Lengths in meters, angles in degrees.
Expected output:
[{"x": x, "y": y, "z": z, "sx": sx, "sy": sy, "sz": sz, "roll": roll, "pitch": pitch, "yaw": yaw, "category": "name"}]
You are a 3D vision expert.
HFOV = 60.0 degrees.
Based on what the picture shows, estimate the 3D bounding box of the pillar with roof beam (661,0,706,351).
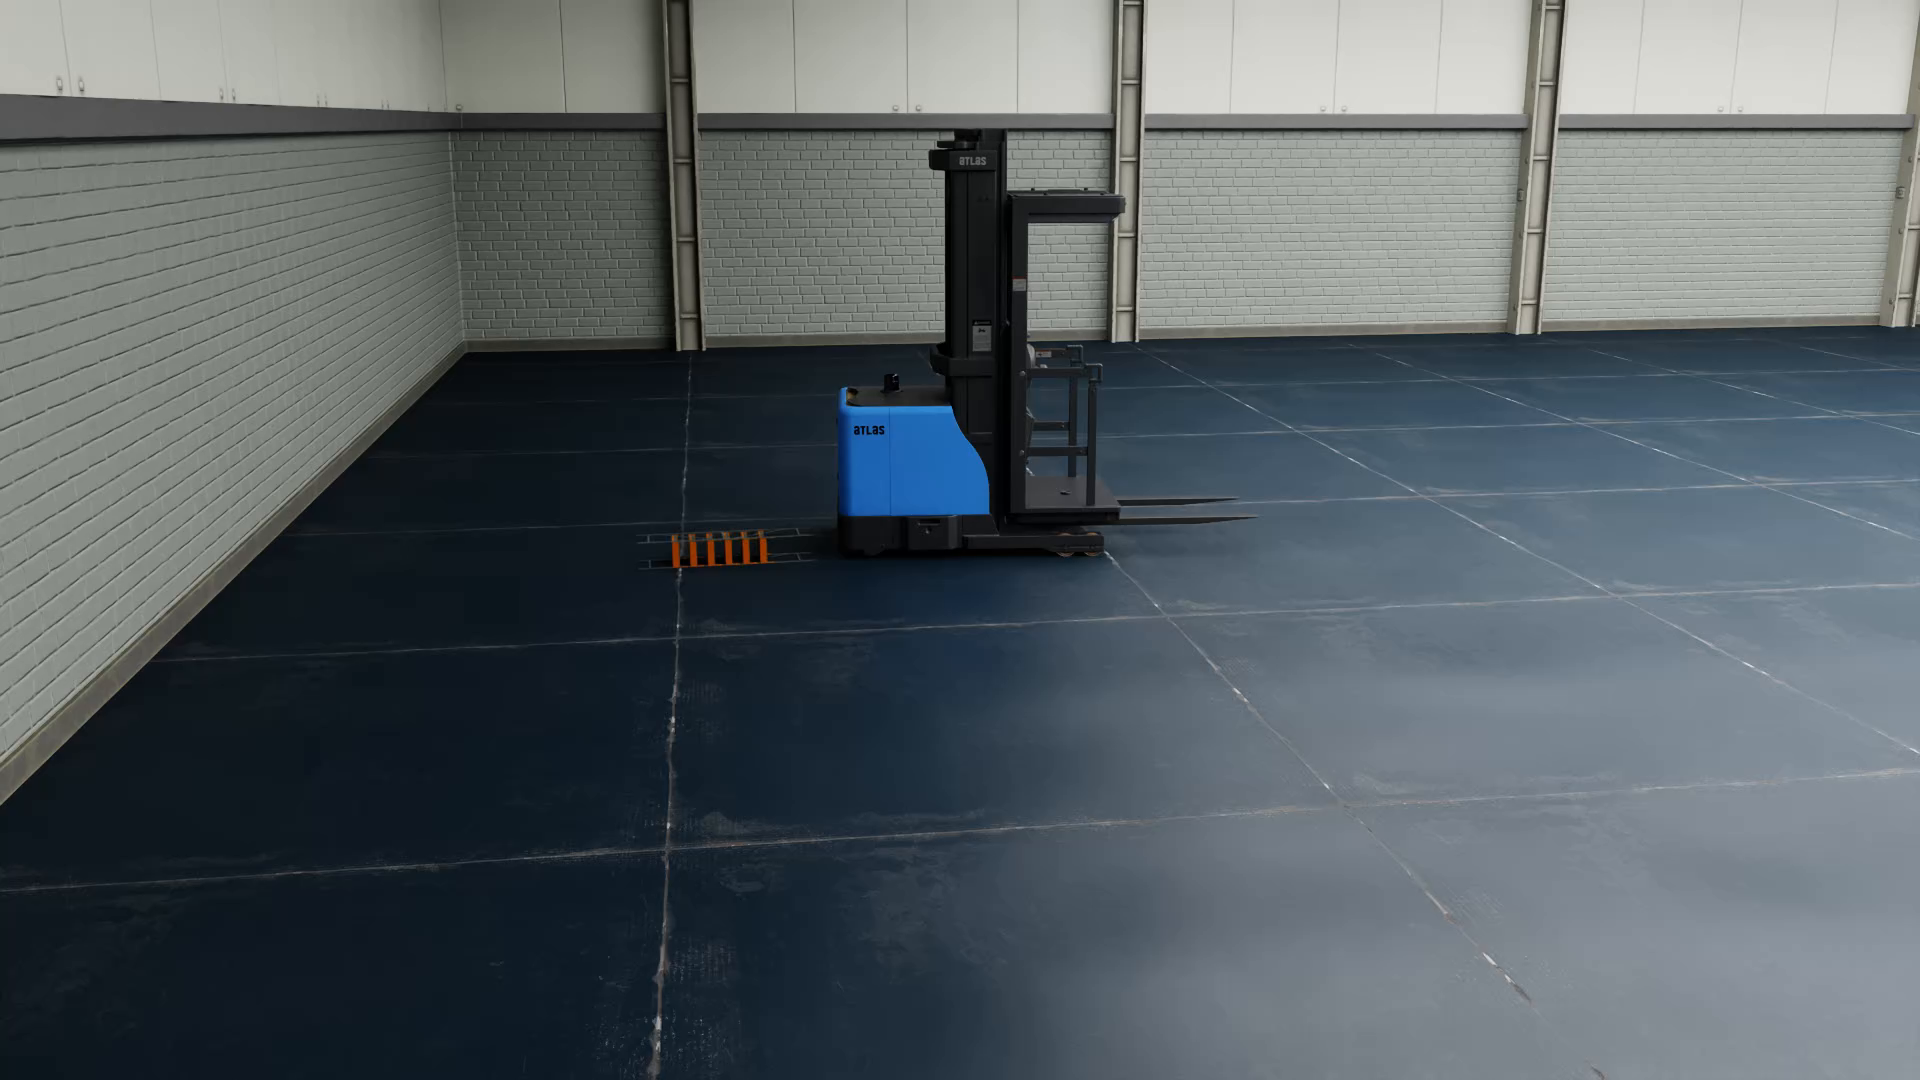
[{"x": -3.003, "y": -5.916, "z": 17.314, "sx": 0.400, "sy": 9.000, "sz": 9.100, "roll": -2, "pitch": 14, "yaw": -8, "category": "pillar with roof beam"}]

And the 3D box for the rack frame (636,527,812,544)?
[{"x": -1.644, "y": -0.032, "z": 11.576, "sx": 1.200, "sy": 0.006, "sz": 0.240, "roll": -3, "pitch": 14, "yaw": -11, "category": "rack frame"}]

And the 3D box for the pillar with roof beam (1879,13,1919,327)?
[{"x": 14.796, "y": -6.569, "z": 19.915, "sx": 0.400, "sy": 9.000, "sz": 9.100, "roll": -2, "pitch": 14, "yaw": -8, "category": "pillar with roof beam"}]

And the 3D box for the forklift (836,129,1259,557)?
[{"x": 0.623, "y": -1.432, "z": 11.905, "sx": 3.031, "sy": 2.935, "sz": 1.130, "roll": -1, "pitch": 14, "yaw": -4, "category": "forklift"}]

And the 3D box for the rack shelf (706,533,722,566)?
[{"x": -1.718, "y": 0.060, "z": 11.584, "sx": 0.103, "sy": 0.180, "sz": 0.258, "roll": -3, "pitch": 14, "yaw": -11, "category": "rack shelf"}]

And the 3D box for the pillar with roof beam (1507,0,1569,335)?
[{"x": 8.863, "y": -6.351, "z": 19.048, "sx": 0.400, "sy": 9.000, "sz": 9.100, "roll": -2, "pitch": 14, "yaw": -8, "category": "pillar with roof beam"}]

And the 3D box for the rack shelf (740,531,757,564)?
[{"x": -1.482, "y": 0.049, "z": 11.629, "sx": 0.103, "sy": 0.180, "sz": 0.258, "roll": -3, "pitch": 14, "yaw": -11, "category": "rack shelf"}]

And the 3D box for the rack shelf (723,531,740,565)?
[{"x": -1.600, "y": 0.054, "z": 11.607, "sx": 0.103, "sy": 0.180, "sz": 0.258, "roll": -3, "pitch": 14, "yaw": -11, "category": "rack shelf"}]

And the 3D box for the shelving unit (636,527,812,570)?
[{"x": -1.644, "y": 0.057, "z": 11.598, "sx": 1.200, "sy": 0.189, "sz": 0.258, "roll": -3, "pitch": 14, "yaw": -11, "category": "shelving unit"}]

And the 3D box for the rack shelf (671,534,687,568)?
[{"x": -1.953, "y": 0.071, "z": 11.539, "sx": 0.103, "sy": 0.180, "sz": 0.258, "roll": -3, "pitch": 14, "yaw": -11, "category": "rack shelf"}]

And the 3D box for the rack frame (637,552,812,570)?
[{"x": -1.644, "y": 0.145, "z": 11.620, "sx": 1.200, "sy": 0.006, "sz": 0.240, "roll": -3, "pitch": 14, "yaw": -11, "category": "rack frame"}]

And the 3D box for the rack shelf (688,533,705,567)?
[{"x": -1.835, "y": 0.066, "z": 11.561, "sx": 0.103, "sy": 0.180, "sz": 0.258, "roll": -3, "pitch": 14, "yaw": -11, "category": "rack shelf"}]

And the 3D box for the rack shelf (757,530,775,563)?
[{"x": -1.365, "y": 0.043, "z": 11.652, "sx": 0.103, "sy": 0.180, "sz": 0.258, "roll": -3, "pitch": 14, "yaw": -11, "category": "rack shelf"}]

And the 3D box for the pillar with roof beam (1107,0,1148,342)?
[{"x": 2.930, "y": -6.134, "z": 18.181, "sx": 0.400, "sy": 9.000, "sz": 9.100, "roll": -2, "pitch": 14, "yaw": -8, "category": "pillar with roof beam"}]
